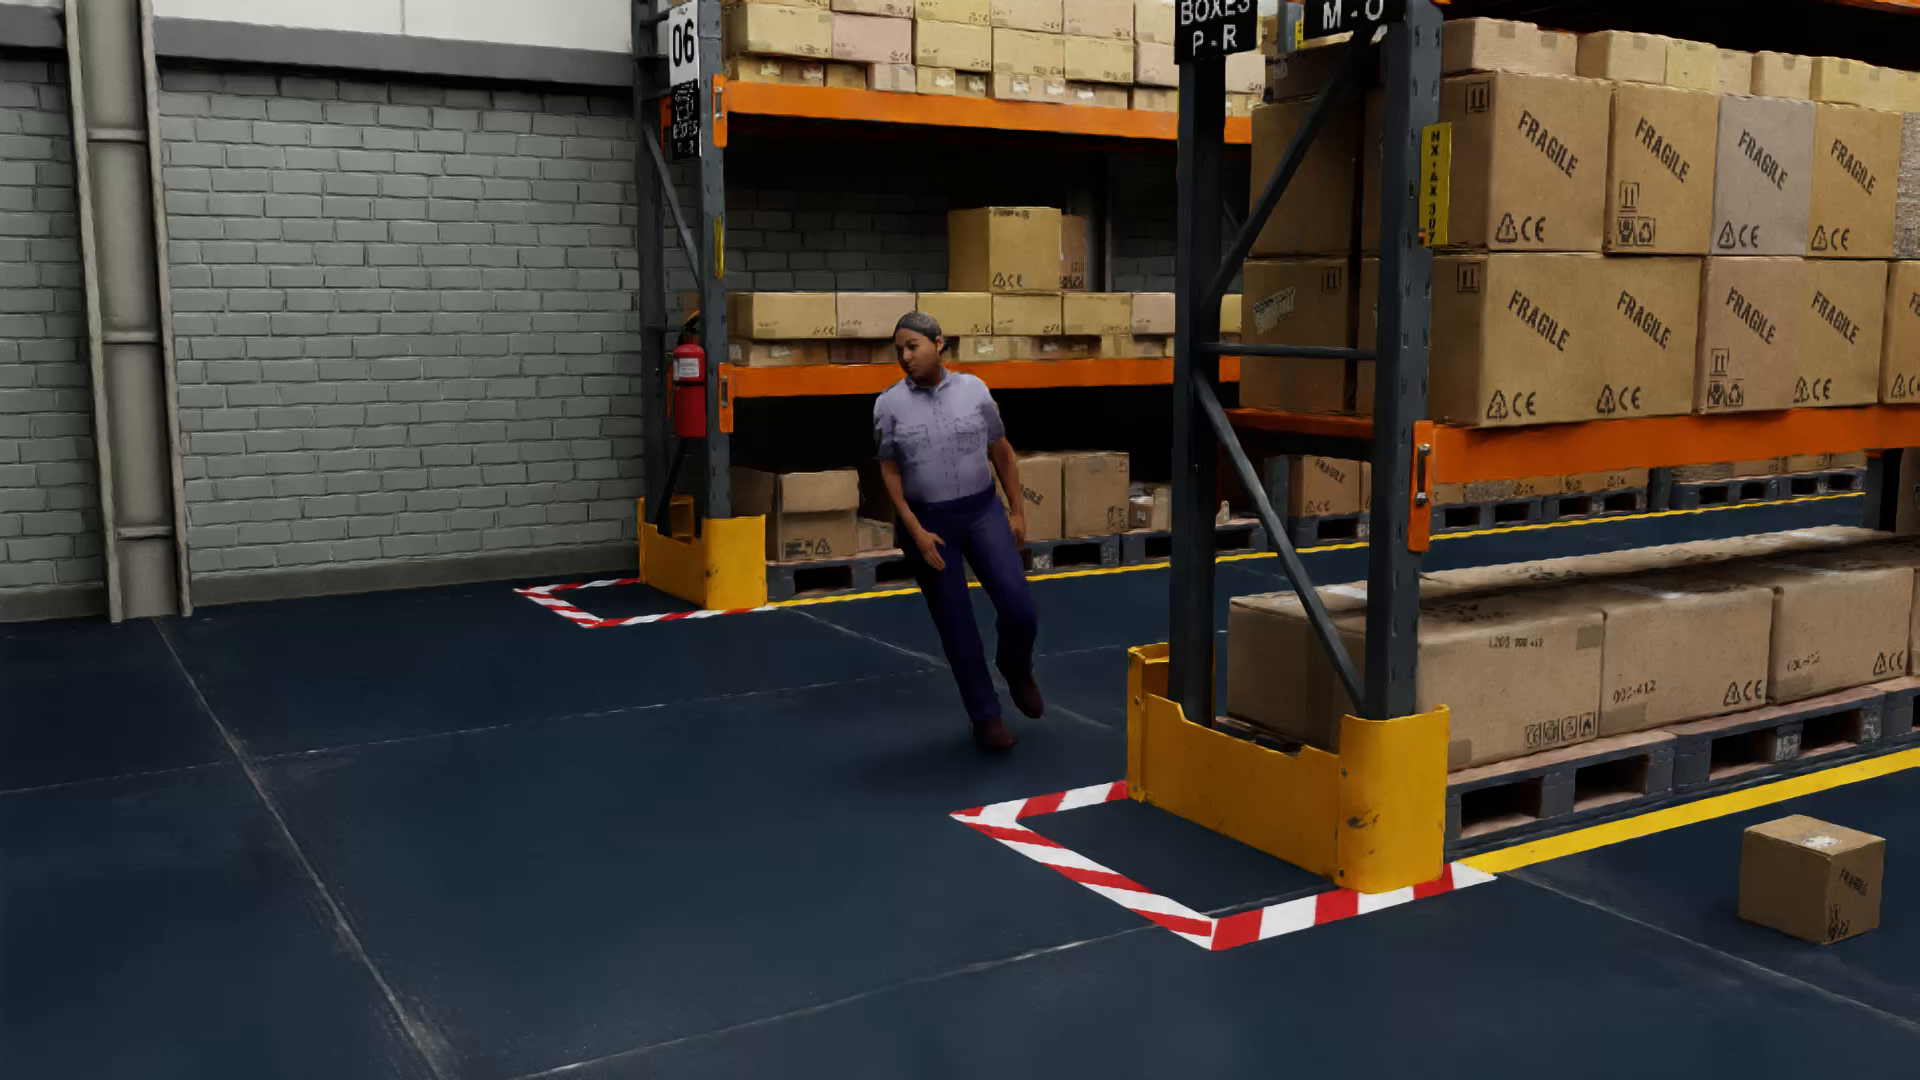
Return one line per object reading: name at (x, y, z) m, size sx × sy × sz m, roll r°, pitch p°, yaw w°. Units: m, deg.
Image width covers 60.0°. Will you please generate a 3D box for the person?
person at (0.009, -0.040, 6.174) m, size 0.660 × 1.604 × 0.493 m, roll -1°, pitch 8°, yaw -5°
